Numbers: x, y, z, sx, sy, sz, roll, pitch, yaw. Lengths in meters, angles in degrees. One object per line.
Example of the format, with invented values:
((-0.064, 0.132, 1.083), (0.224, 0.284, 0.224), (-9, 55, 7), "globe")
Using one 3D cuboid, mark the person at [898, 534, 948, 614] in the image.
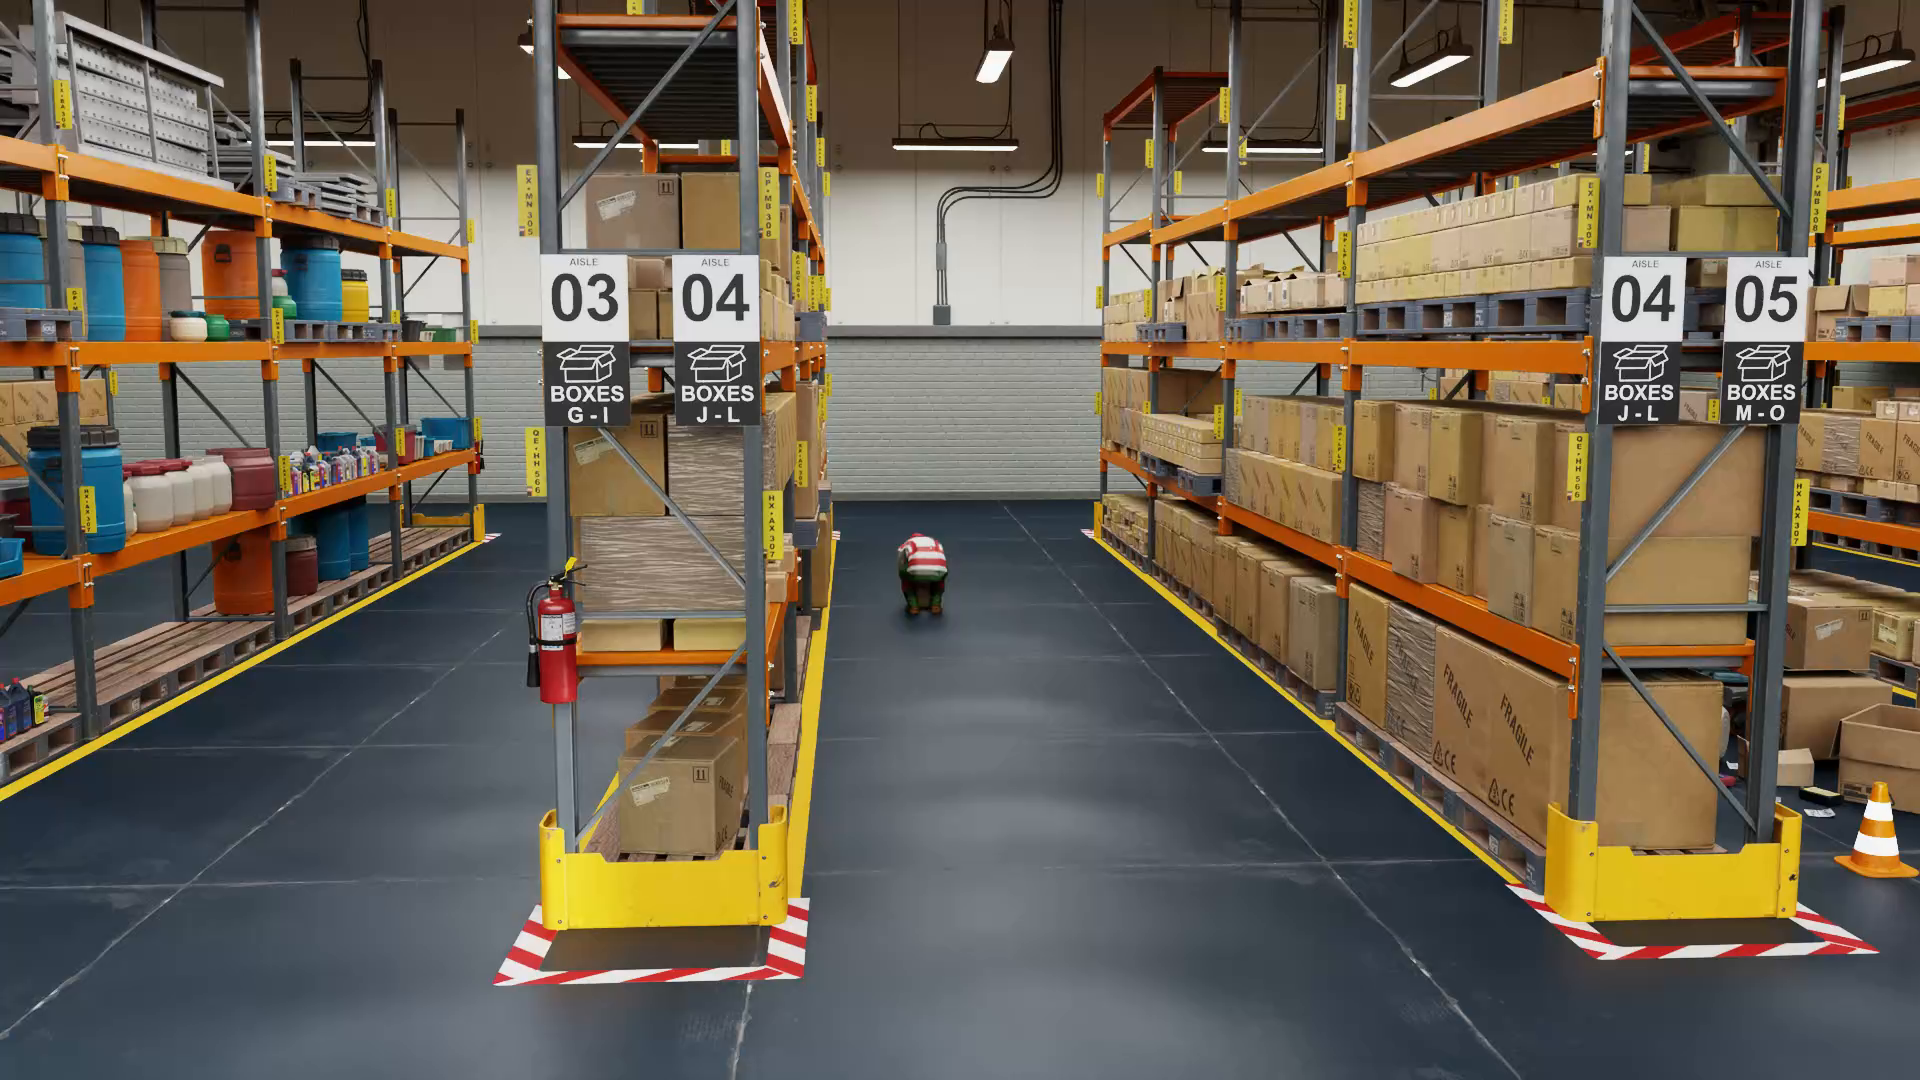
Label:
((-0.386, 0.376, 17.479), (0.522, 0.809, 0.947), (-1, 7, -5), "person")
